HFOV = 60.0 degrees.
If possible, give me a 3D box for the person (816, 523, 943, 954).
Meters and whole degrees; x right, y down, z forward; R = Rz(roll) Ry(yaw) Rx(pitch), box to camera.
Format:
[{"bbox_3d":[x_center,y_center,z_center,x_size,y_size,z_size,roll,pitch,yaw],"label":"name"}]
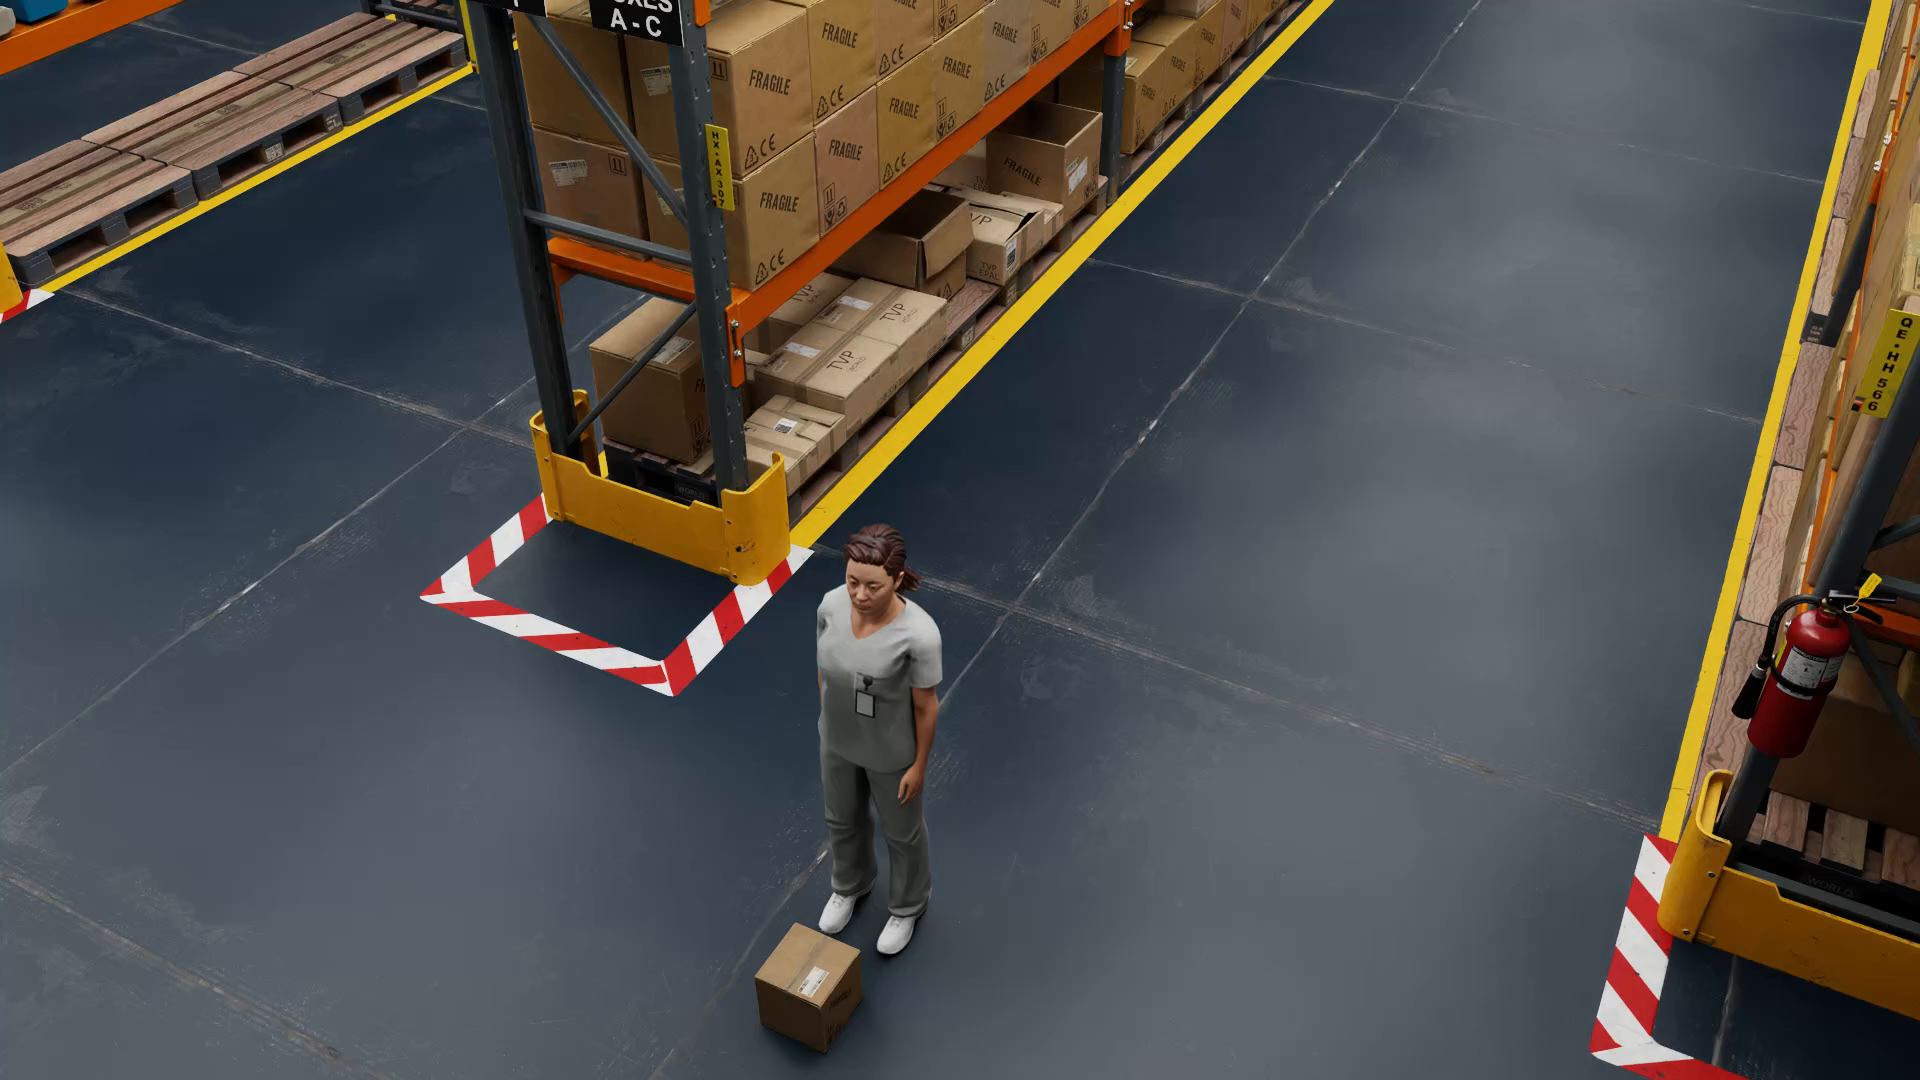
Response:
[{"bbox_3d":[-0.268,0.654,5.323,0.439,1.675,0.367,19,42,22],"label":"person"}]
